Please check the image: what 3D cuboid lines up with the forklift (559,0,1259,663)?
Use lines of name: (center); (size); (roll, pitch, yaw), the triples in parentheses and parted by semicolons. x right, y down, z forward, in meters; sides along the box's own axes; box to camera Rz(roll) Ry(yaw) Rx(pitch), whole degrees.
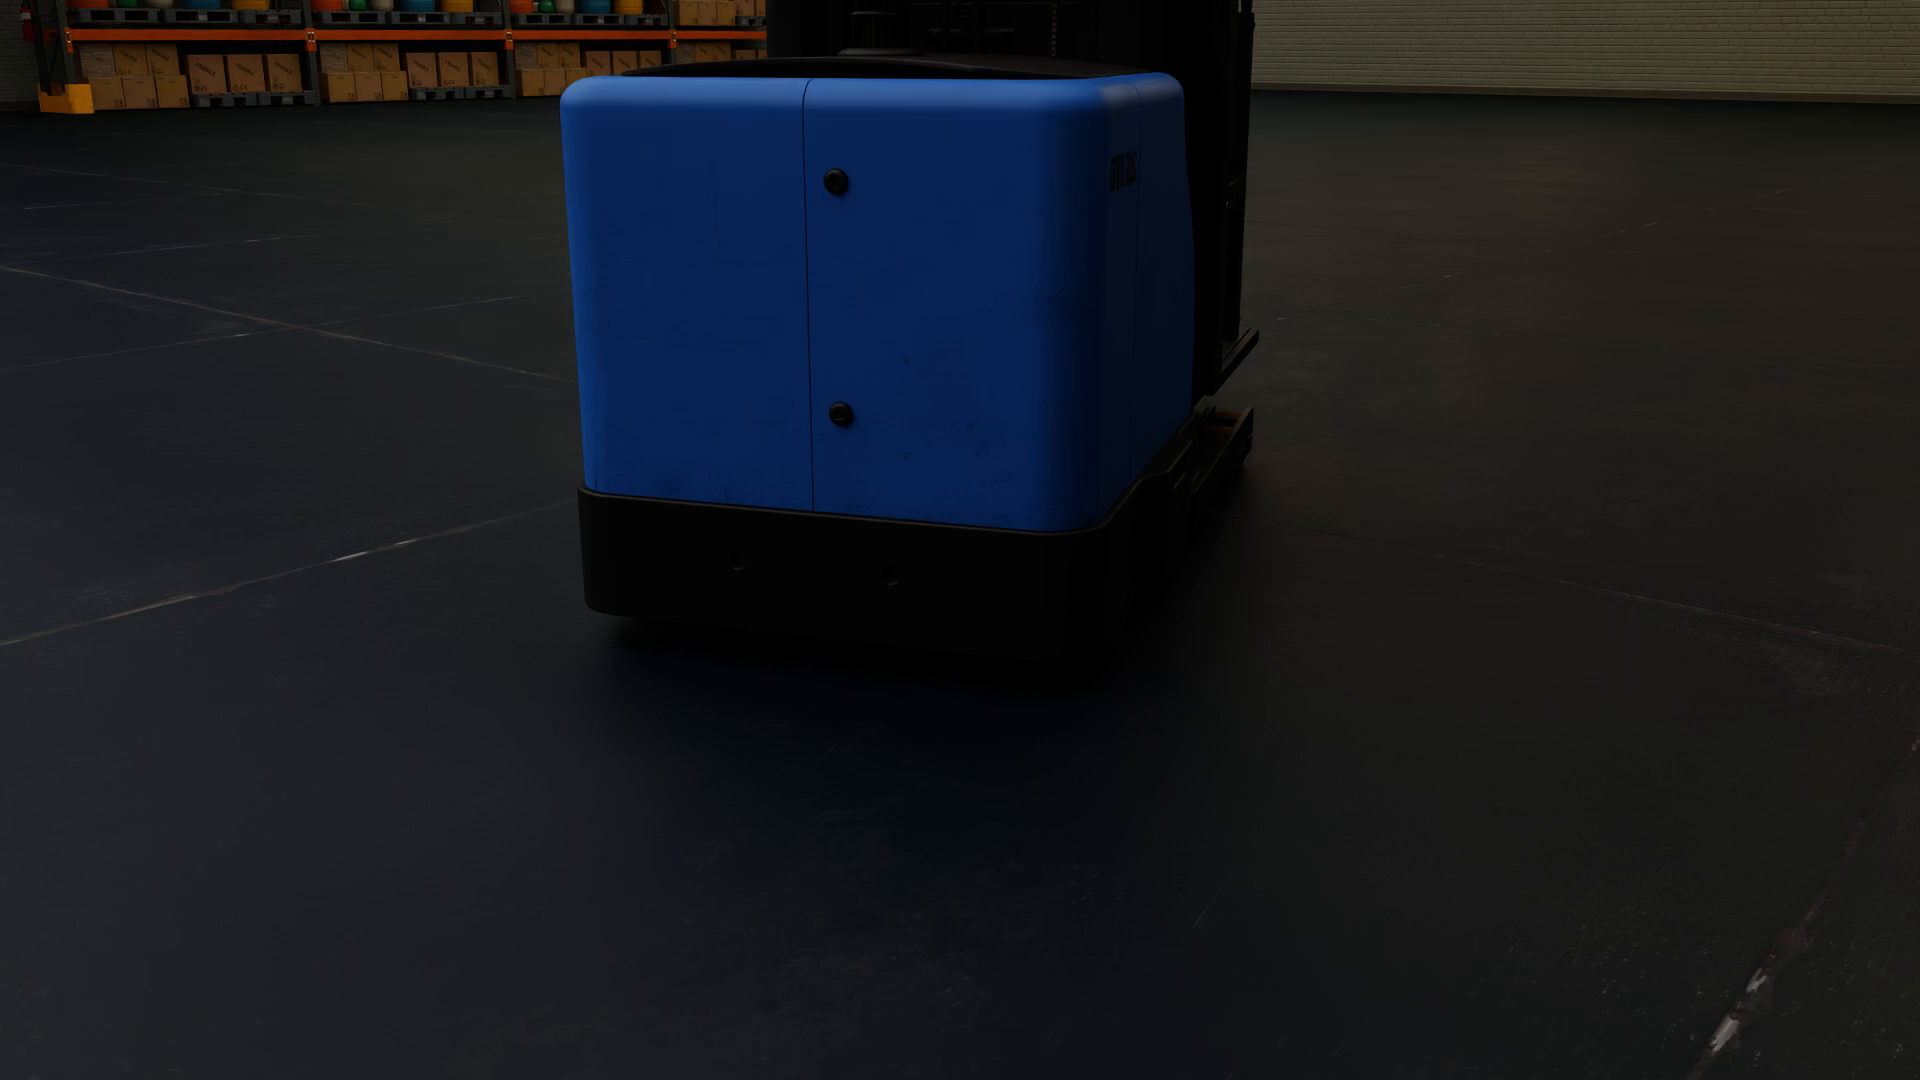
forklift: (0.182, -1.571, 4.072); (1.130, 2.935, 3.031); (5, 18, 17)
